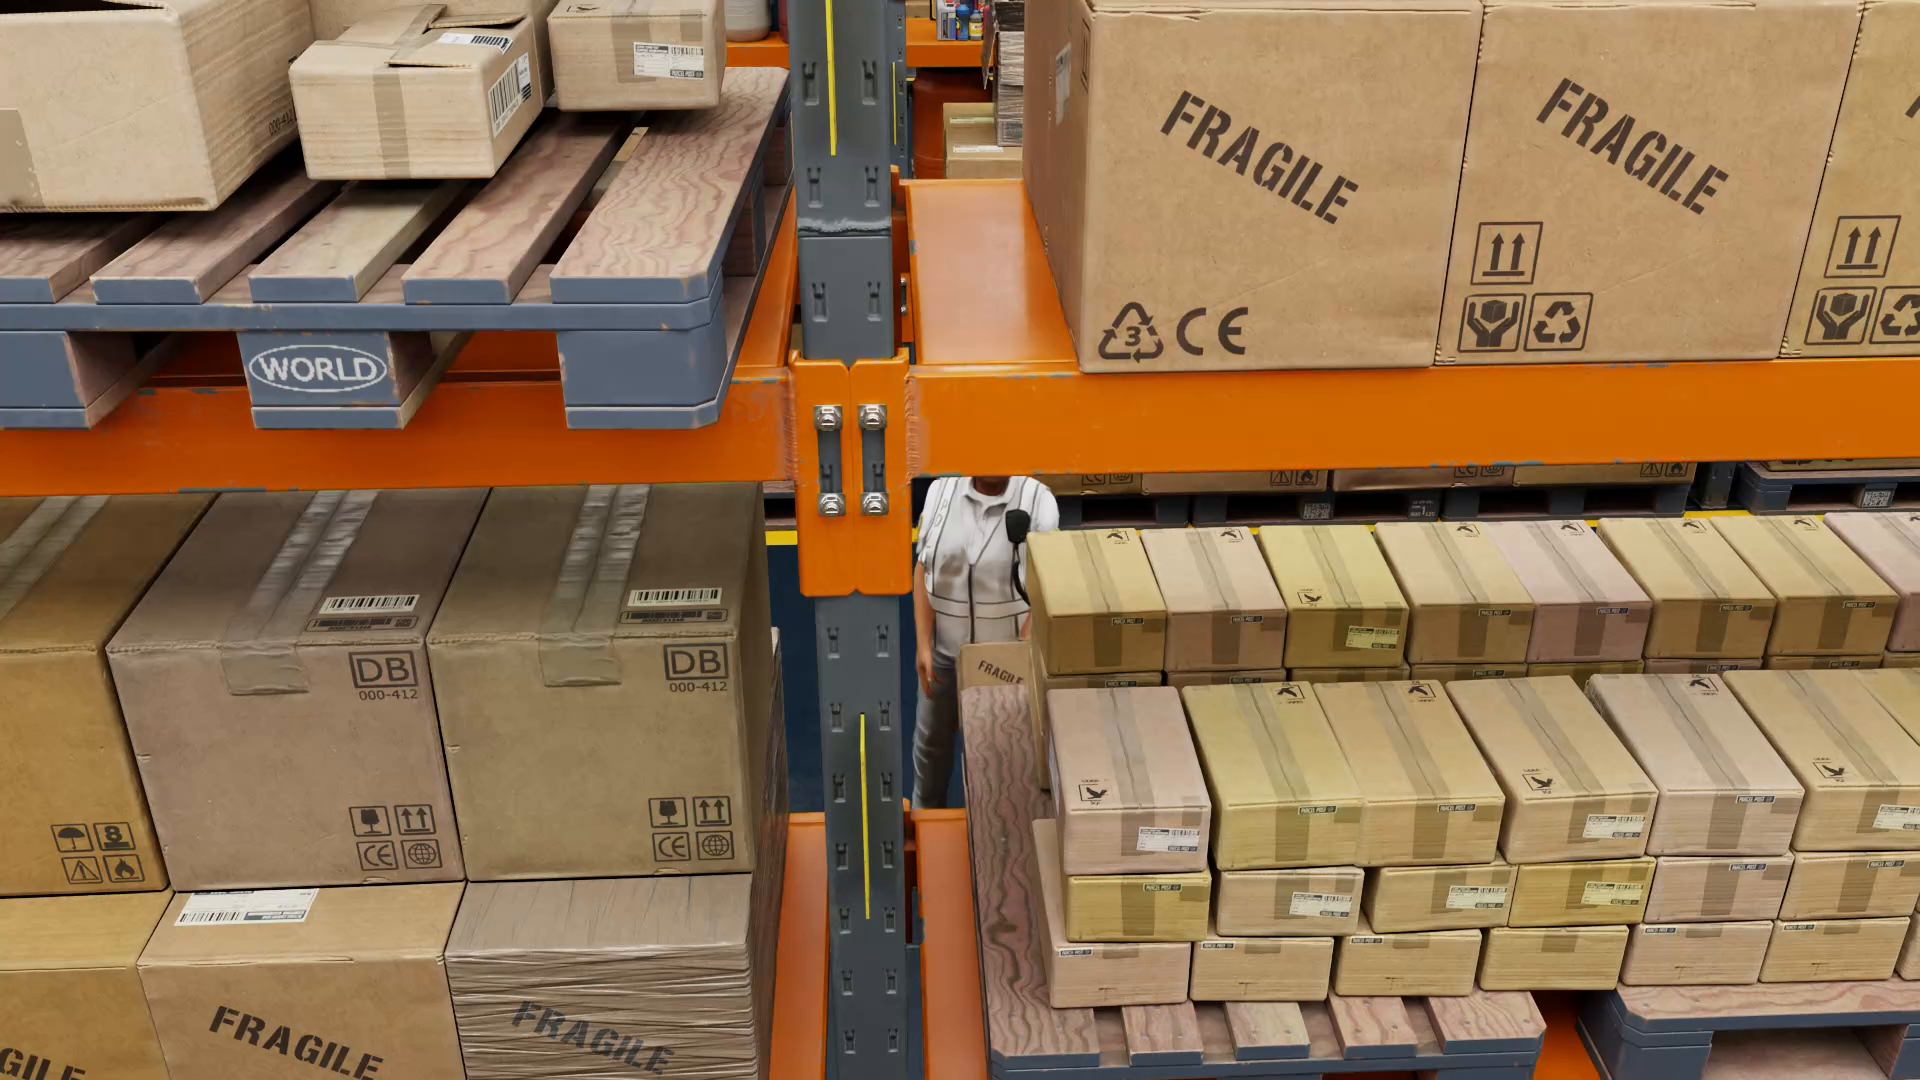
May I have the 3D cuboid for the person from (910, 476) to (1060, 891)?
[{"bbox_3d":[0.061,0.366,5.415,0.501,1.671,0.483,5,28,9],"label":"person"}]
